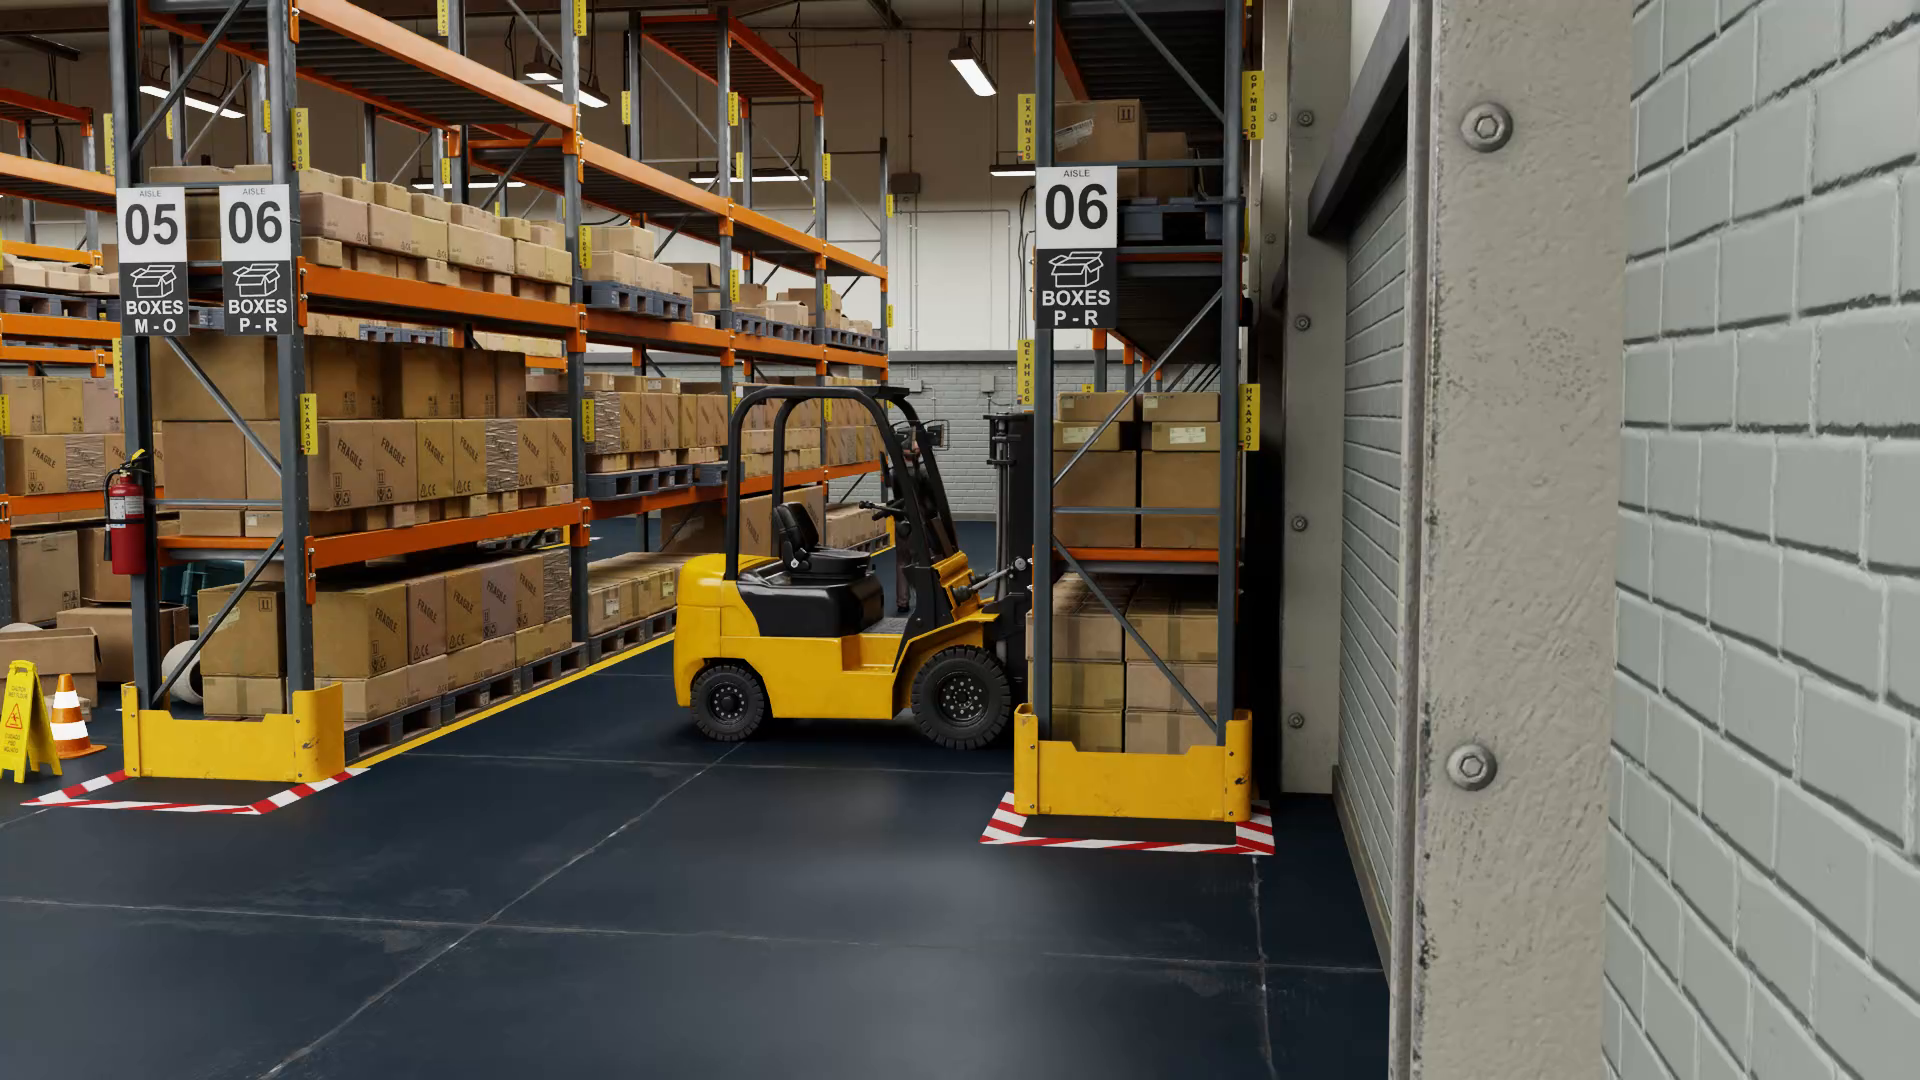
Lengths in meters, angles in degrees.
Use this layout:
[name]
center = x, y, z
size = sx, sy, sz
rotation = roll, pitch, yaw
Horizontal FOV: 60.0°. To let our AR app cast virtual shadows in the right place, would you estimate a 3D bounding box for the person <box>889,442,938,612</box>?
[person]
center = -0.448, -0.143, 16.701
size = 0.494, 1.711, 0.559
rotation = 1, 4, 10
